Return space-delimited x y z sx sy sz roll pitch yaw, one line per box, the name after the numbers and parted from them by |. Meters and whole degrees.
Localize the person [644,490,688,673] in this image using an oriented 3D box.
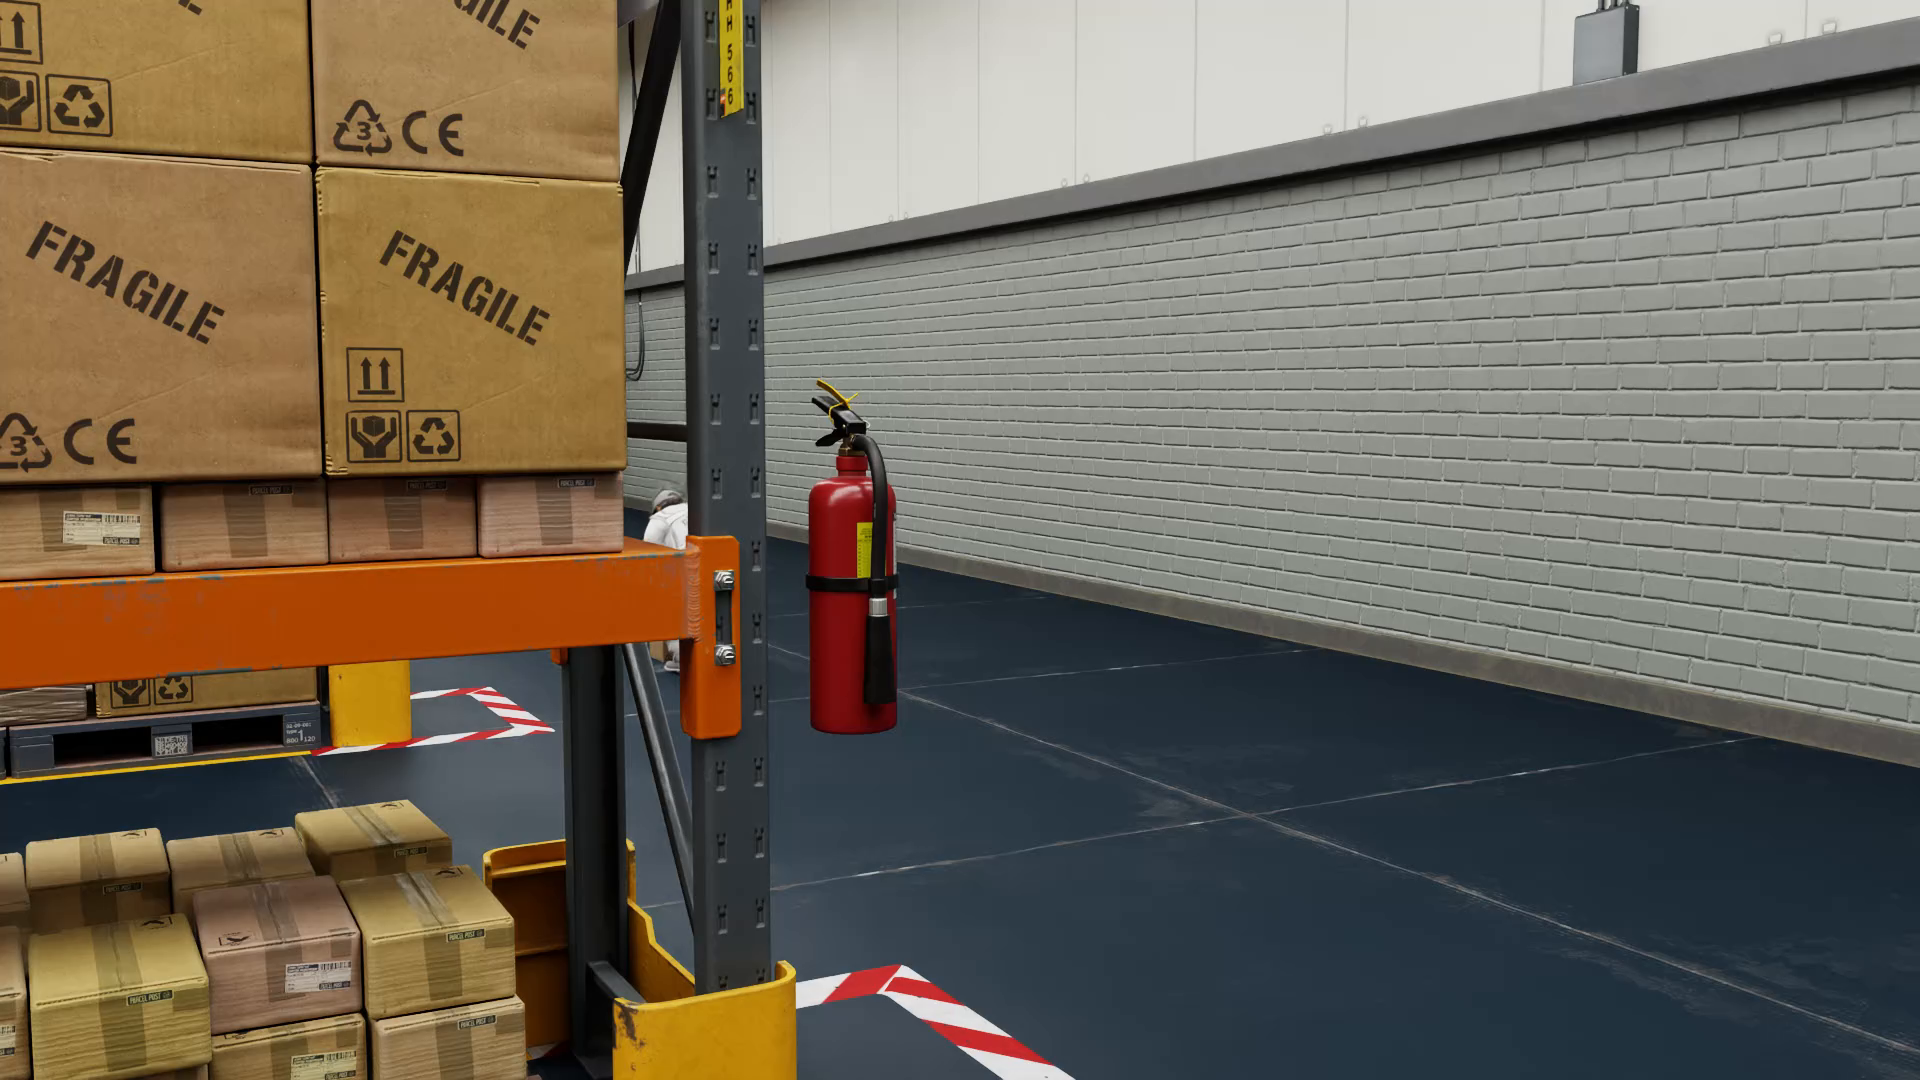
-1.525 0.237 9.523 0.527 1.016 0.844 -3 6 -29 | person
